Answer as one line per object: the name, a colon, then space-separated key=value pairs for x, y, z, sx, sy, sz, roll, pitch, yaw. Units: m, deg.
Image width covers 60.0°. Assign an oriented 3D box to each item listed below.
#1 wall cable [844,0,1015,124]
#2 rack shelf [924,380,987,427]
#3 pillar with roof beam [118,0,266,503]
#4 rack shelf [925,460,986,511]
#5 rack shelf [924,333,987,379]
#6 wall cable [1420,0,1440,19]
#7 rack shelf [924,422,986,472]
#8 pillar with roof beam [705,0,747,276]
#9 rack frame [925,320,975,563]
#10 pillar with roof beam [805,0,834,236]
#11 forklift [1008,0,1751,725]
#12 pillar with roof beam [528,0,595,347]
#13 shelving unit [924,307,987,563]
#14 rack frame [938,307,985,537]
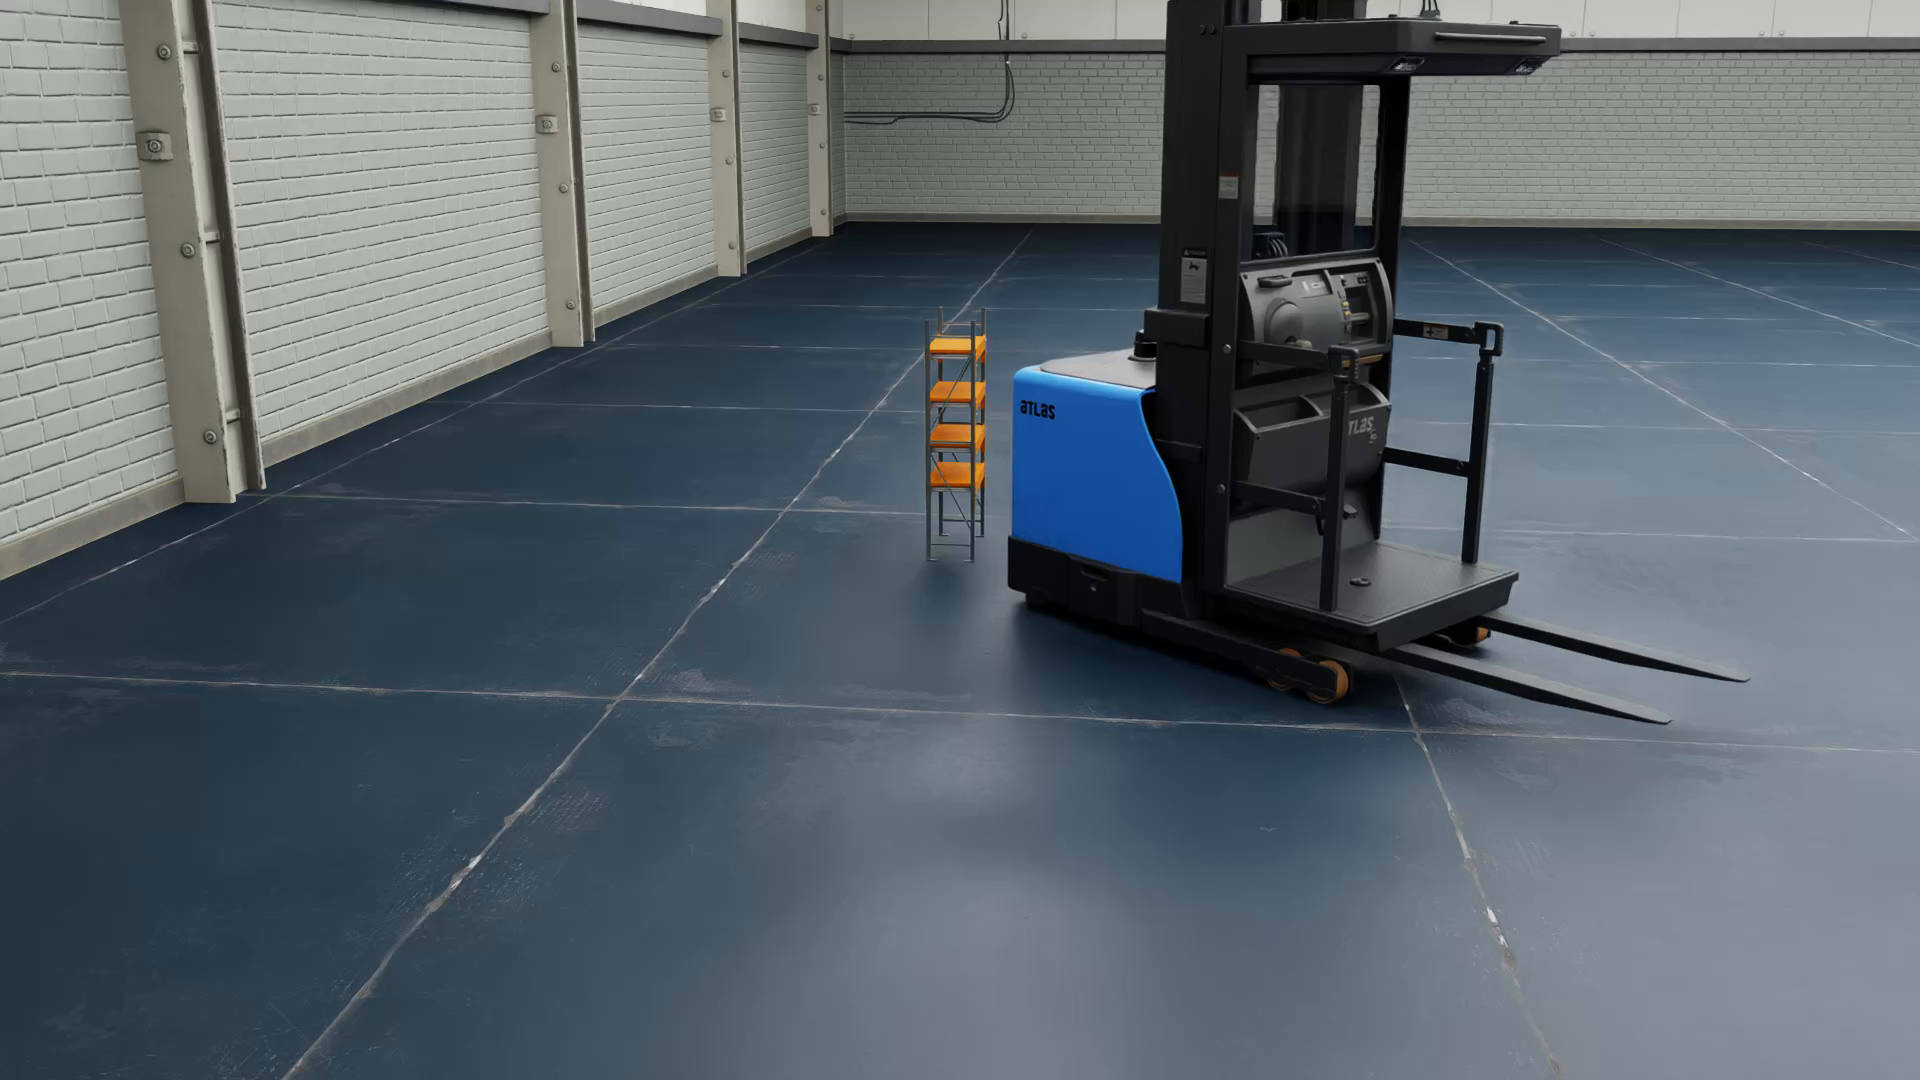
wall cable: x=-0.588 y=-8.503 z=28.816 sx=3.097 sy=2.526 sz=0.112 roll=2 pitch=15 yaw=6
rack shelf: x=-0.019 y=-0.687 z=8.306 sx=0.258 sy=0.148 sz=0.480 roll=2 pitch=15 yaw=6
pillar with roof beam: x=0.012 y=-4.481 z=7.995 sx=9.100 sy=9.000 sz=0.400 roll=2 pitch=15 yaw=6
rack shelf: x=-0.019 y=-0.280 z=8.416 sx=0.258 sy=0.148 sz=0.480 roll=2 pitch=15 yaw=6
rack shelf: x=-0.019 y=-0.916 z=8.244 sx=0.258 sy=0.148 sz=0.480 roll=2 pitch=15 yaw=6
wall cable: x=8.843 y=-11.360 z=26.918 sx=2.305 sy=6.003 sz=0.169 roll=2 pitch=15 yaw=6
rack shelf: x=-0.019 y=-0.471 z=8.364 sx=0.258 sy=0.148 sz=0.480 roll=2 pitch=15 yaw=6
pillar with roof beam: x=1.366 y=-7.594 z=19.505 sx=9.100 sy=9.000 sz=0.400 roll=2 pitch=15 yaw=6
rack frame: x=-0.046 y=-0.473 z=8.113 sx=0.240 sy=1.200 sz=0.015 roll=2 pitch=15 yaw=6
pillar with roof beam: x=2.043 y=-9.150 z=25.260 sx=9.100 sy=9.000 sz=0.400 roll=2 pitch=15 yaw=6
forklift: x=1.580 y=-0.939 z=6.518 sx=1.130 sy=2.935 sz=3.031 roll=-13 pitch=20 yaw=-40
pillar with roof beam: x=0.689 y=-6.037 z=13.750 sx=9.100 sy=9.000 sz=0.400 roll=2 pitch=15 yaw=6
shelving unit: x=-0.019 y=-0.536 z=8.347 sx=0.258 sy=1.200 sz=0.503 roll=2 pitch=15 yaw=6
rack frame: x=0.009 y=-0.600 z=8.581 sx=0.240 sy=1.200 sz=0.015 roll=2 pitch=15 yaw=6
